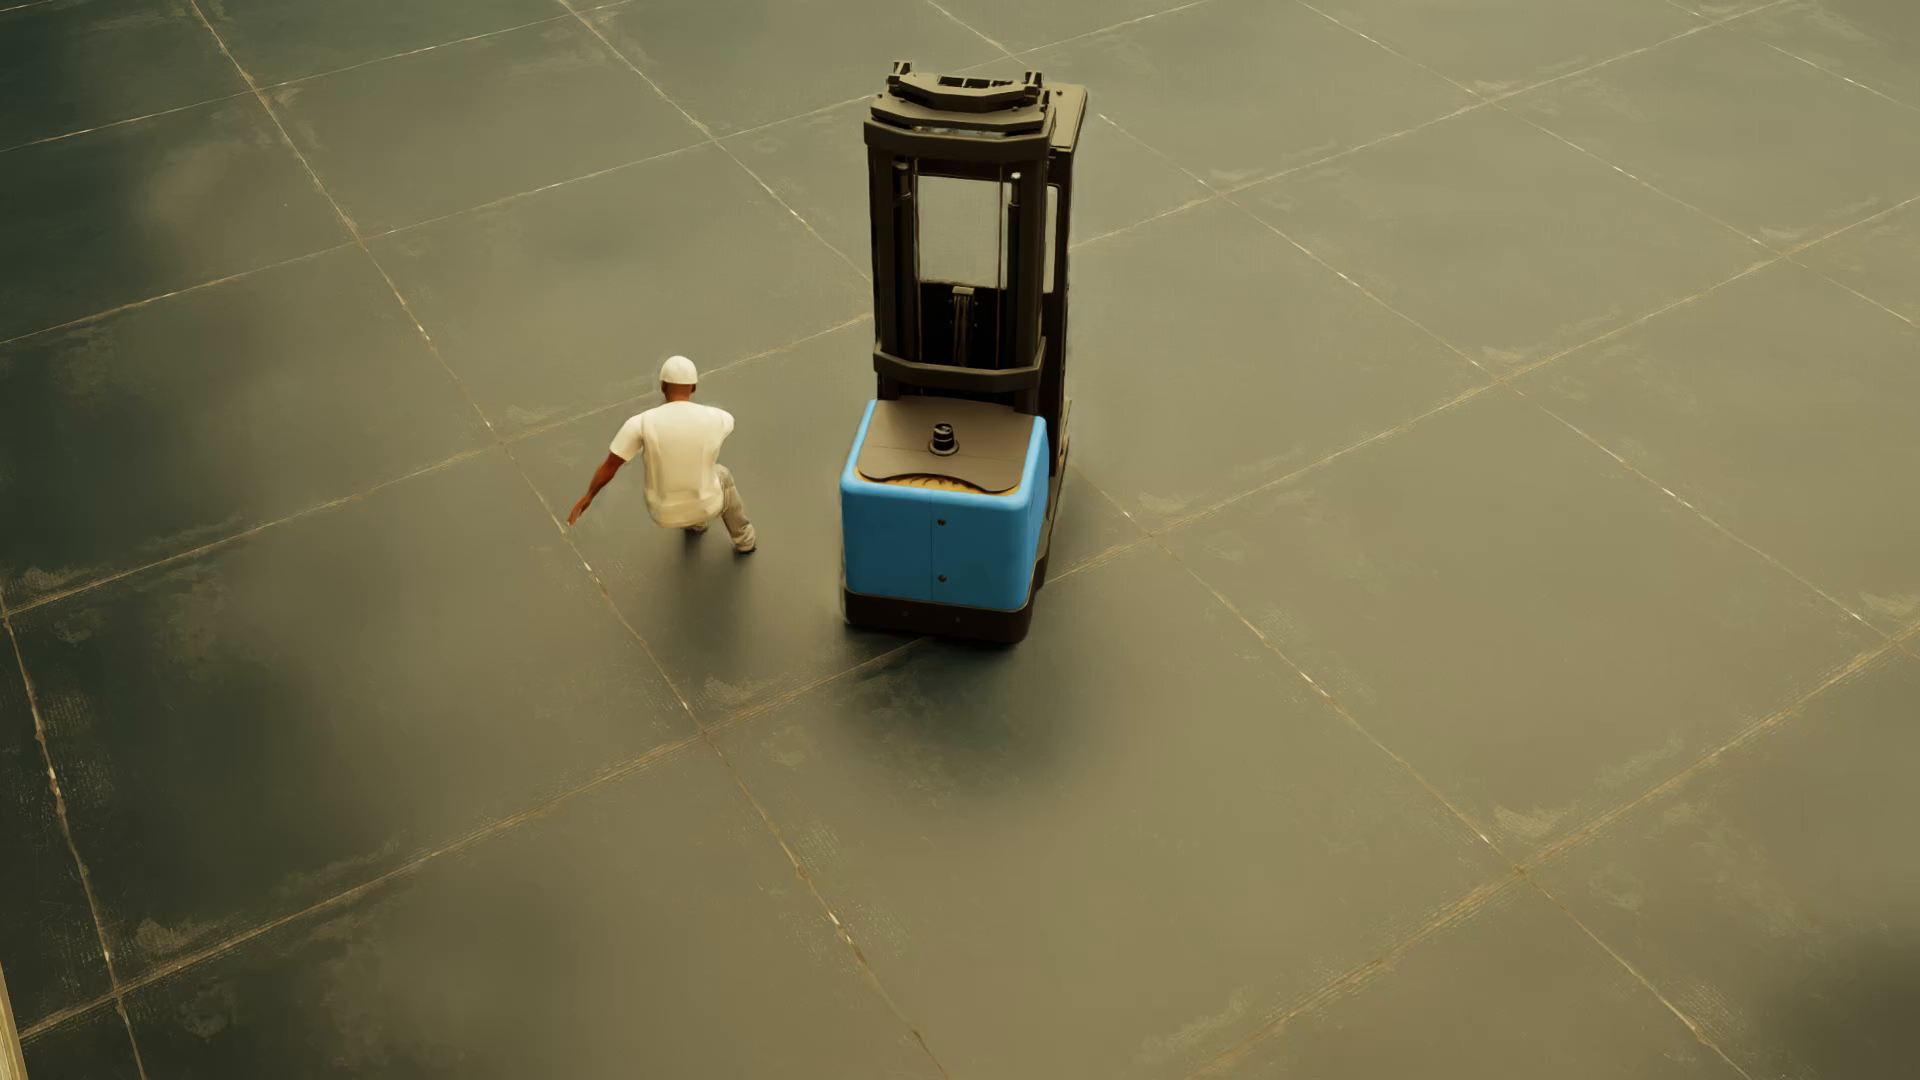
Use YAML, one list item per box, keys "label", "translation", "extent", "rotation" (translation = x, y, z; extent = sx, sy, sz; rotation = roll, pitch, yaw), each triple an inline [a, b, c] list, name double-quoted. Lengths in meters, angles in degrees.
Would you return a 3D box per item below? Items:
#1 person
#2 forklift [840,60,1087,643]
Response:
- label: "person"
  translation: [-1.727, -0.431, 9.530]
  extent: [1.050, 1.487, 0.960]
  rotation: [-8, 42, -9]
- label: "forklift"
  translation: [0.095, -1.501, 9.589]
  extent: [1.130, 2.935, 3.031]
  rotation: [6, 42, 7]
